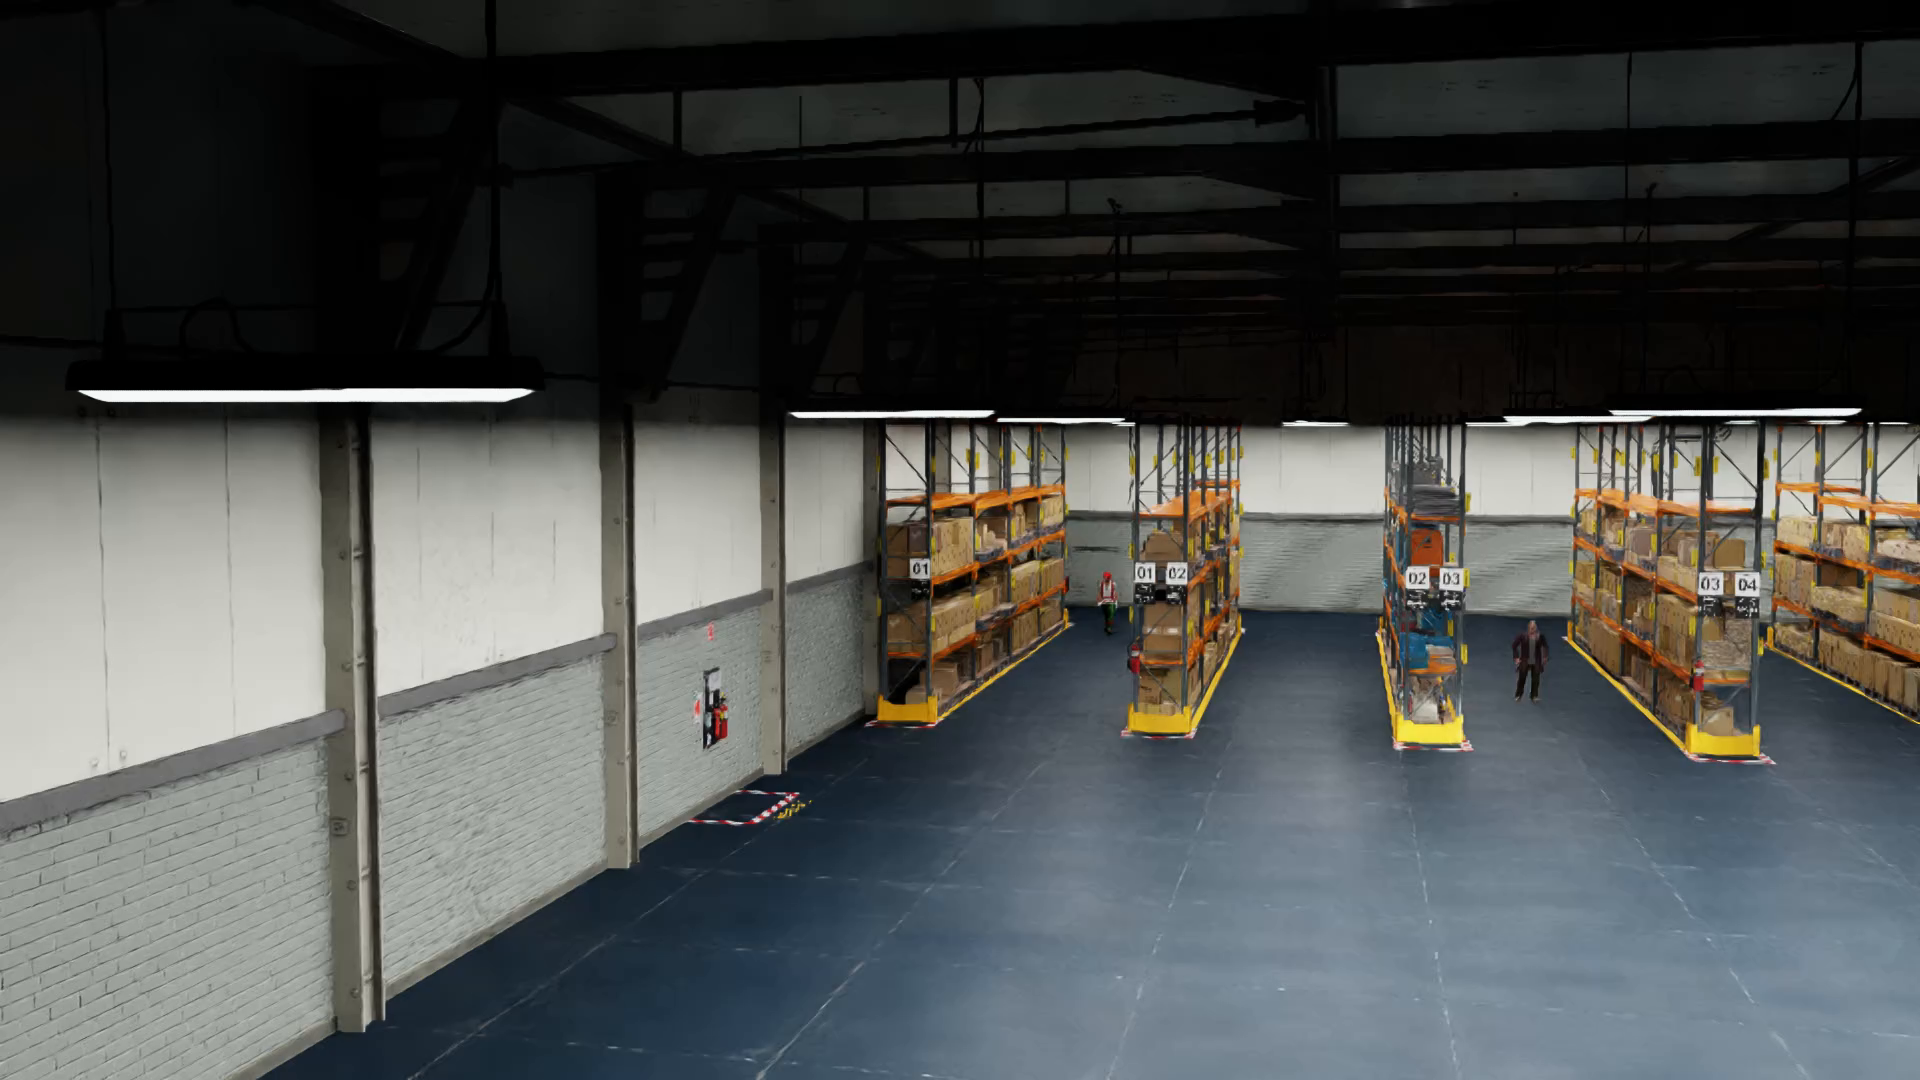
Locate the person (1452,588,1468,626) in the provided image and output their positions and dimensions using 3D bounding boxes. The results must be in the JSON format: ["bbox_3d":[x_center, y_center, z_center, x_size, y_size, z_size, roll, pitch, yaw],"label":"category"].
[{"bbox_3d":[14.353,1.654,48.045,0.653,1.658,0.448,-3,5,-40],"label":"person"}]

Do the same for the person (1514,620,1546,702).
[{"bbox_3d":[11.868,2.519,34.632,0.688,1.733,0.546,1,4,12],"label":"person"}]

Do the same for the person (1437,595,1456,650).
[{"bbox_3d":[12.386,1.956,42.704,0.680,1.748,0.623,-1,4,-20],"label":"person"}]

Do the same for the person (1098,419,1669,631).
[{"bbox_3d":[9.820,-0.091,41.841,13.879,5.843,6.515,1,4,15],"label":"person"}]
